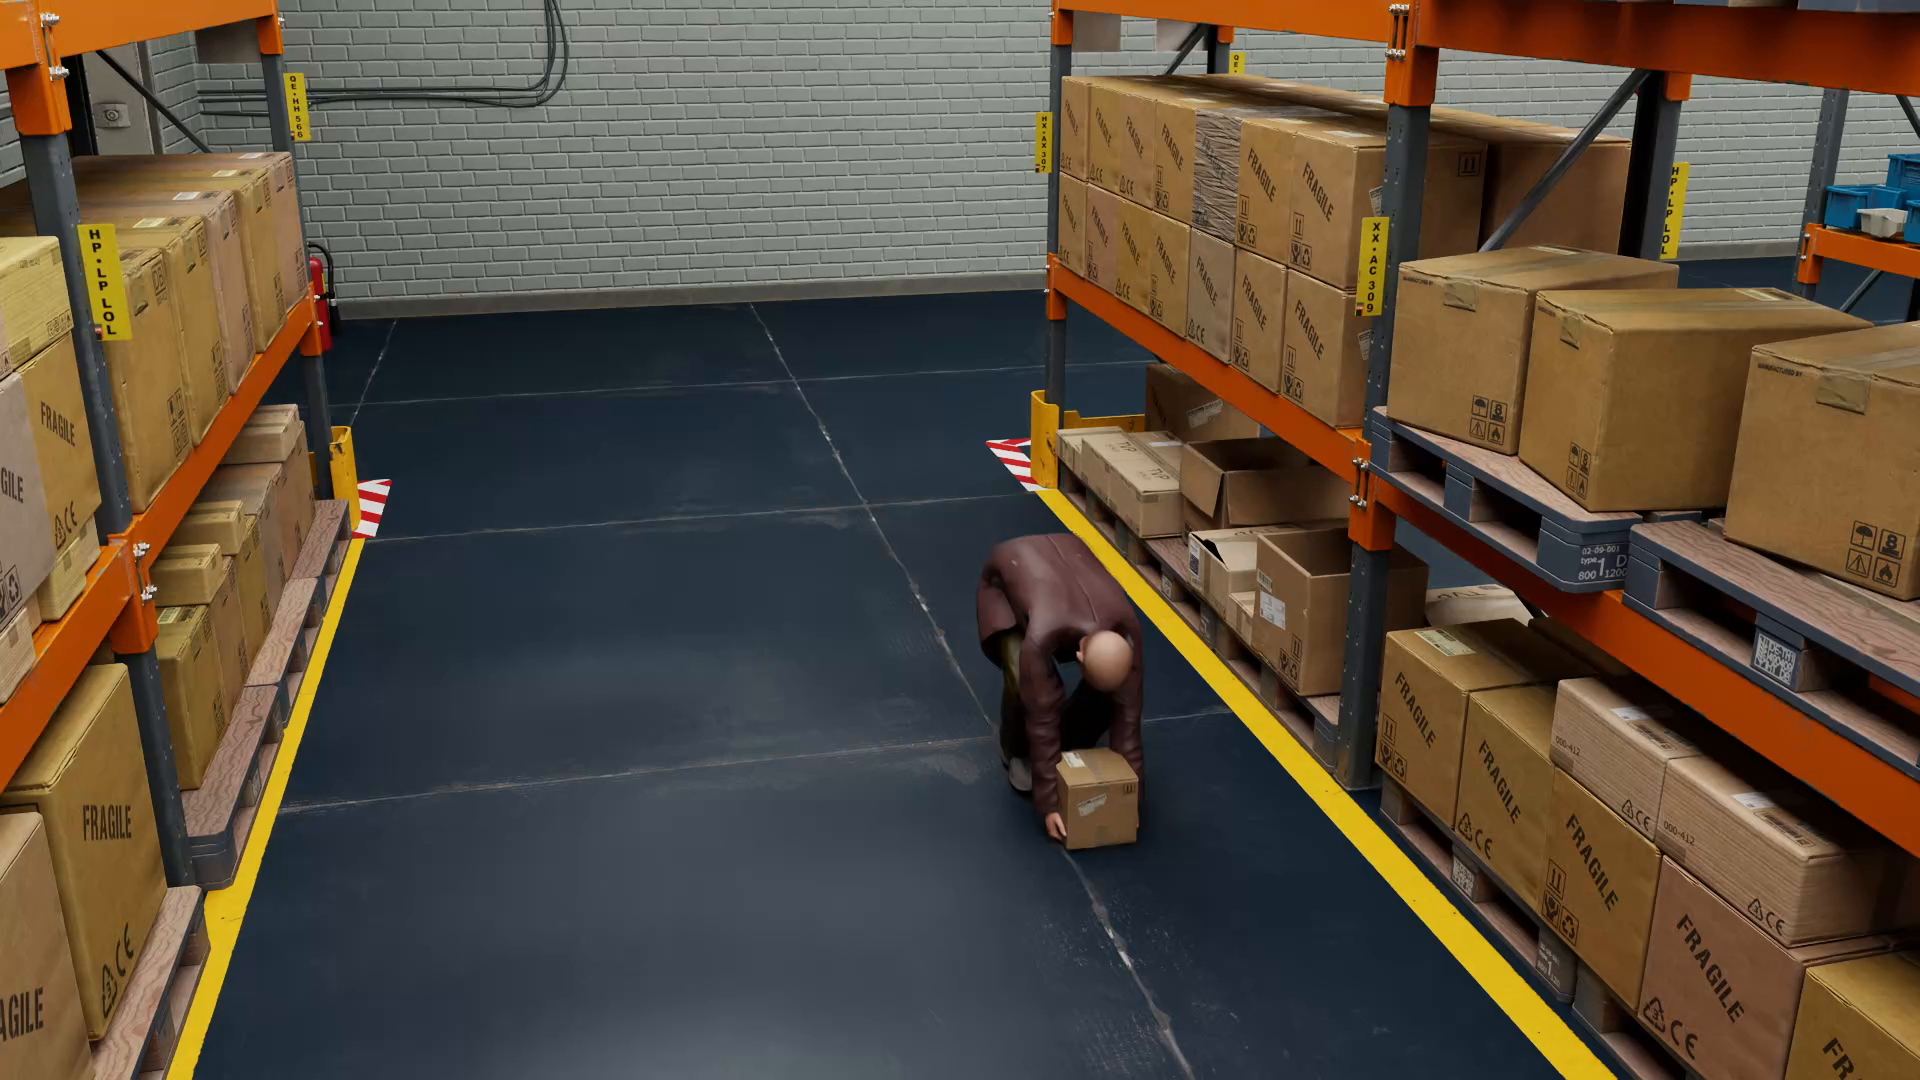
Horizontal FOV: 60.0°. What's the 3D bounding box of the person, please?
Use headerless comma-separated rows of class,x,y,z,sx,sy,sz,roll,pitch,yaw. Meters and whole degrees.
person,0.384,0.482,6.020,0.584,0.933,0.956,-6,20,-18
